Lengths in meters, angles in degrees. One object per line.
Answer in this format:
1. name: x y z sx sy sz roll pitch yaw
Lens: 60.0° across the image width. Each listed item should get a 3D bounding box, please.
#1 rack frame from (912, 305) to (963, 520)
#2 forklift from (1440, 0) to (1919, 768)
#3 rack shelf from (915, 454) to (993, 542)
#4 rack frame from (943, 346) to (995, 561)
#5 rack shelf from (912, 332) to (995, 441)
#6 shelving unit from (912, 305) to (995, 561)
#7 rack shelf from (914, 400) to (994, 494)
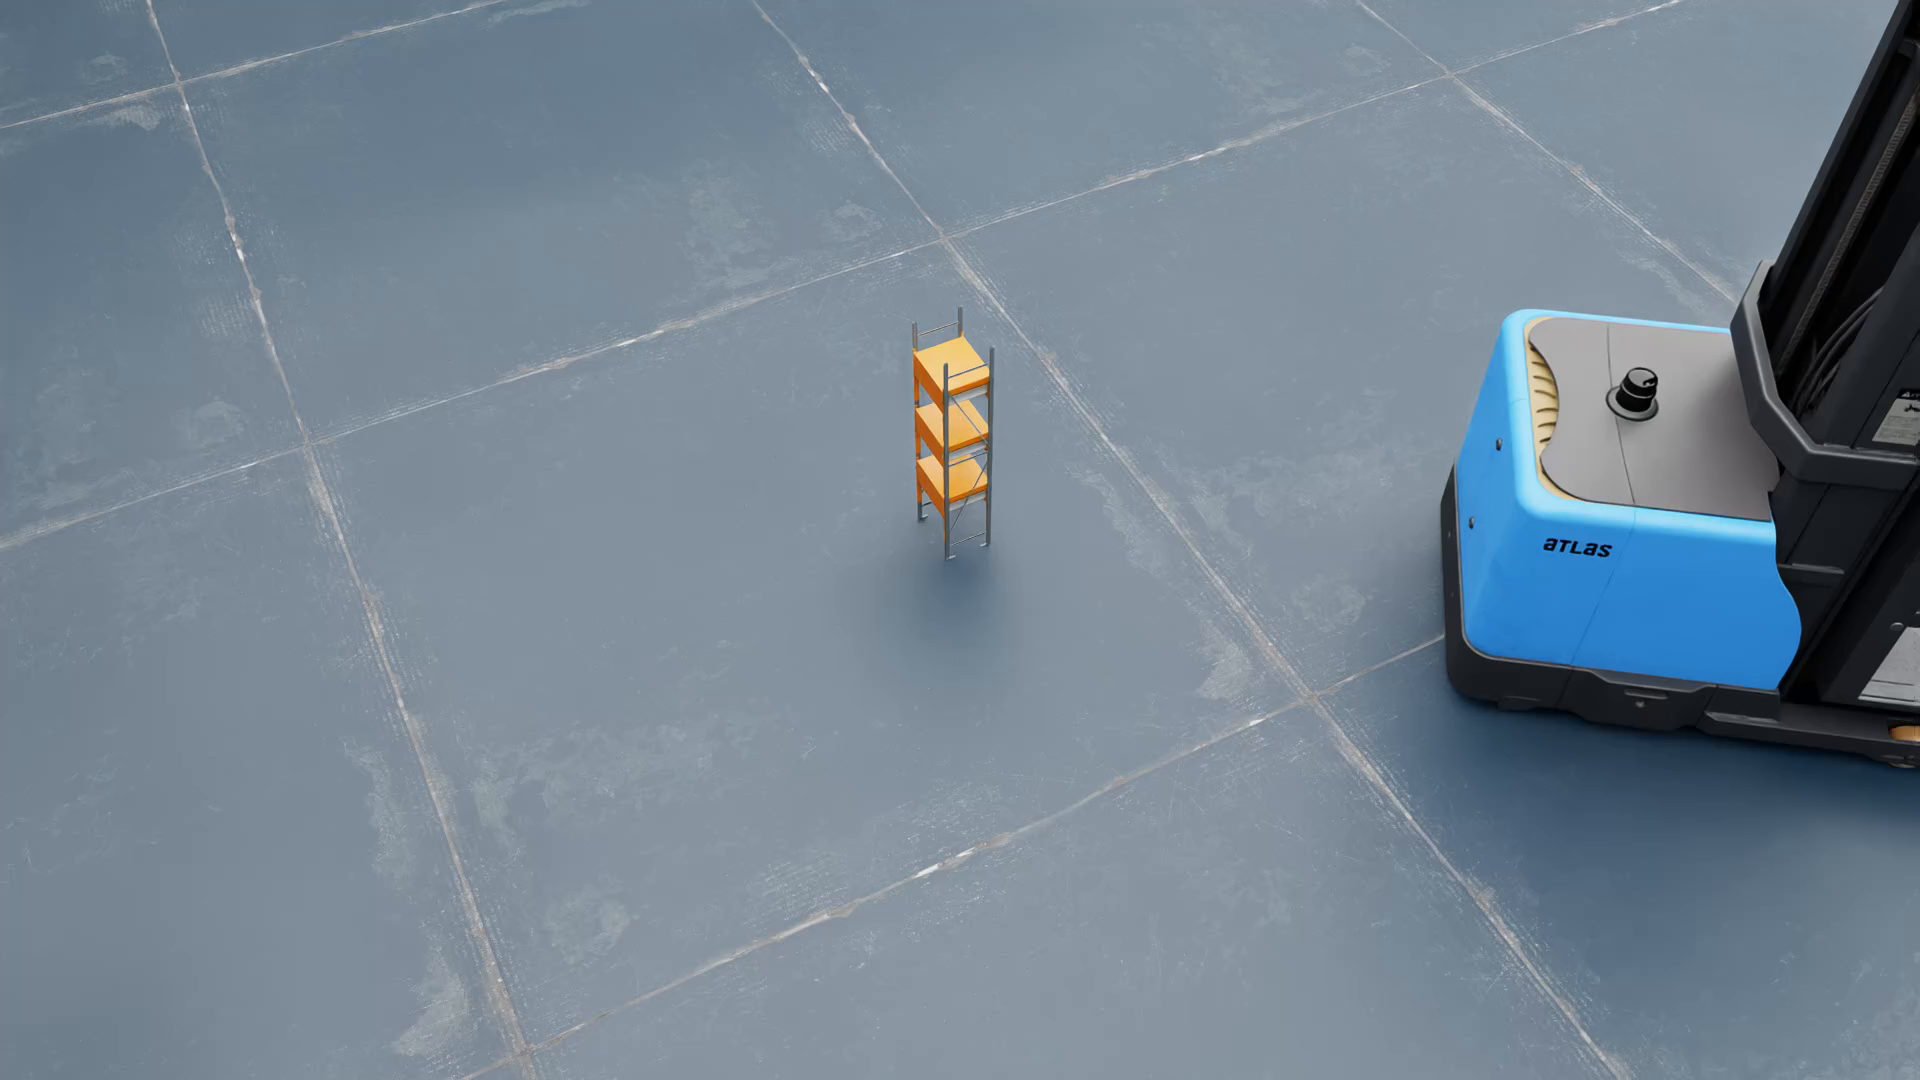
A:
1. rack frame: -0.080 -0.463 6.350 0.200 1.050 0.008 -21 52 -18
2. forklift: 3.355 -0.563 5.188 3.031 2.935 1.130 7 49 6
3. rack shelf: -0.024 -0.192 6.496 0.215 0.259 0.240 -21 52 -18
4. rack frame: 0.031 -0.300 6.207 0.200 1.050 0.008 -21 52 -18
5. rack shelf: -0.024 -0.561 6.073 0.215 0.259 0.240 -21 52 -18
6. shelving unit: -0.024 -0.381 6.279 0.215 1.050 0.252 -21 52 -18
7. rack shelf: -0.024 -0.374 6.287 0.215 0.259 0.240 -21 52 -18
